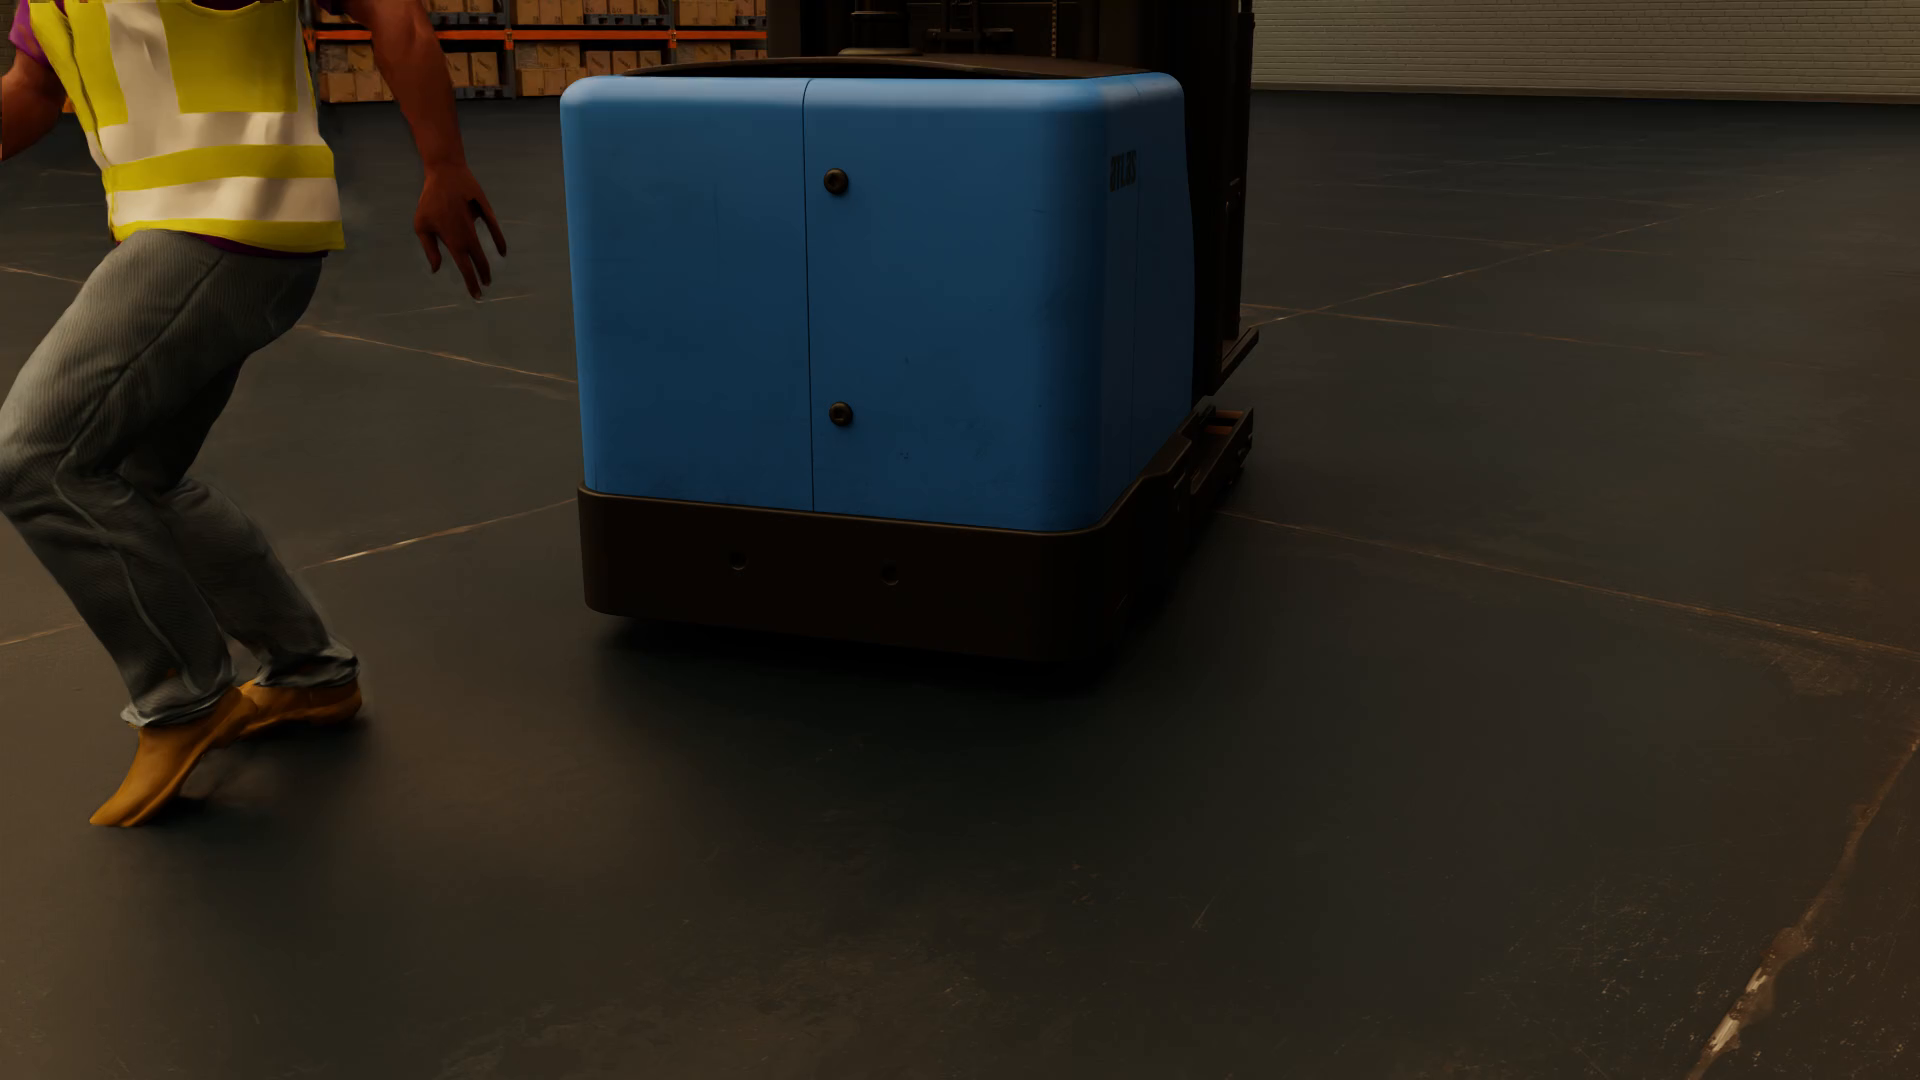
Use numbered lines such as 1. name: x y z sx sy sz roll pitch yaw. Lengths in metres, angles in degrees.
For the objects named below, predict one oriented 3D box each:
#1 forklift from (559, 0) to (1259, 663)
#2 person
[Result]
1. forklift: 0.182 -1.571 4.072 1.130 2.935 3.031 5 18 17
2. person: -1.174 -0.437 2.540 0.789 1.741 0.708 -10 20 -31
